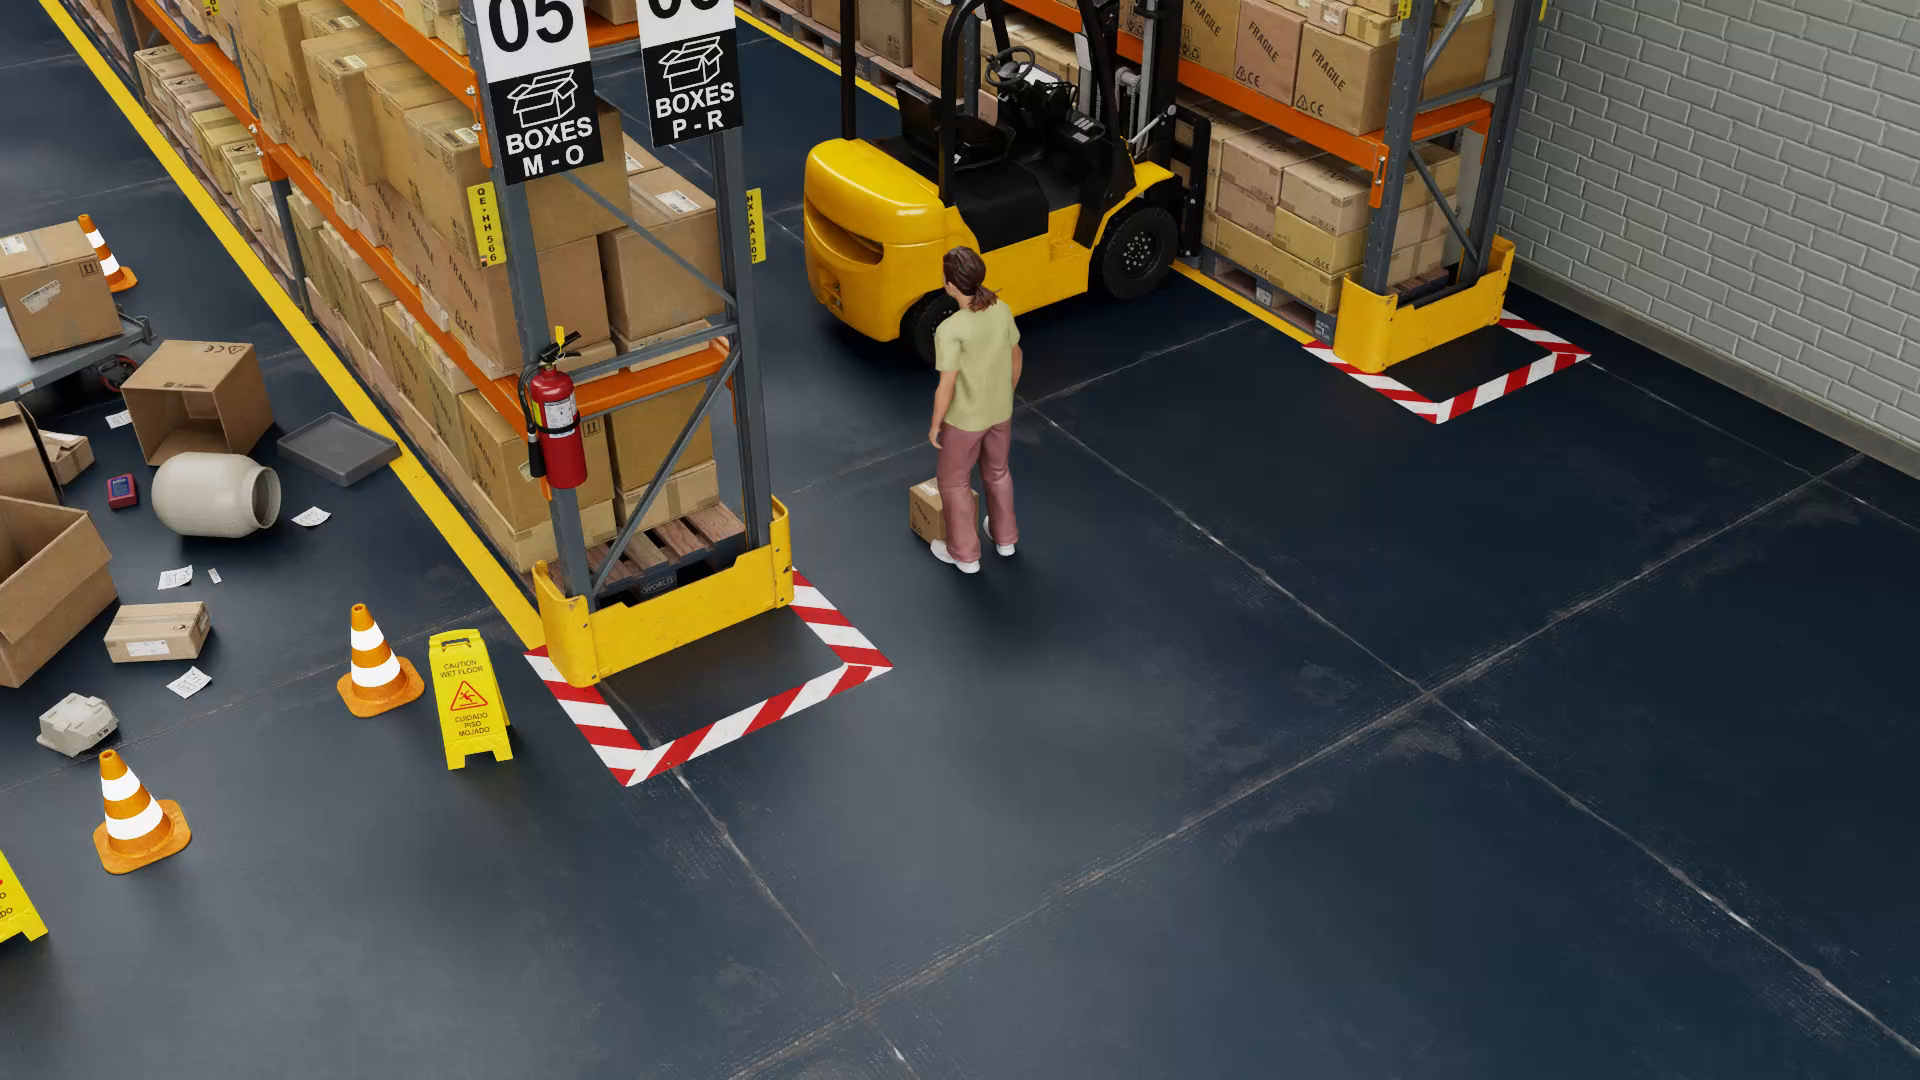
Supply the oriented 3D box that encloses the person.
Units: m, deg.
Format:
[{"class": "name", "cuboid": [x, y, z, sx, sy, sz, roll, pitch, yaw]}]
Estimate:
[{"class": "person", "cuboid": [0.064, -0.598, 7.810, 0.521, 1.672, 0.353, -25, 43, -30]}]
